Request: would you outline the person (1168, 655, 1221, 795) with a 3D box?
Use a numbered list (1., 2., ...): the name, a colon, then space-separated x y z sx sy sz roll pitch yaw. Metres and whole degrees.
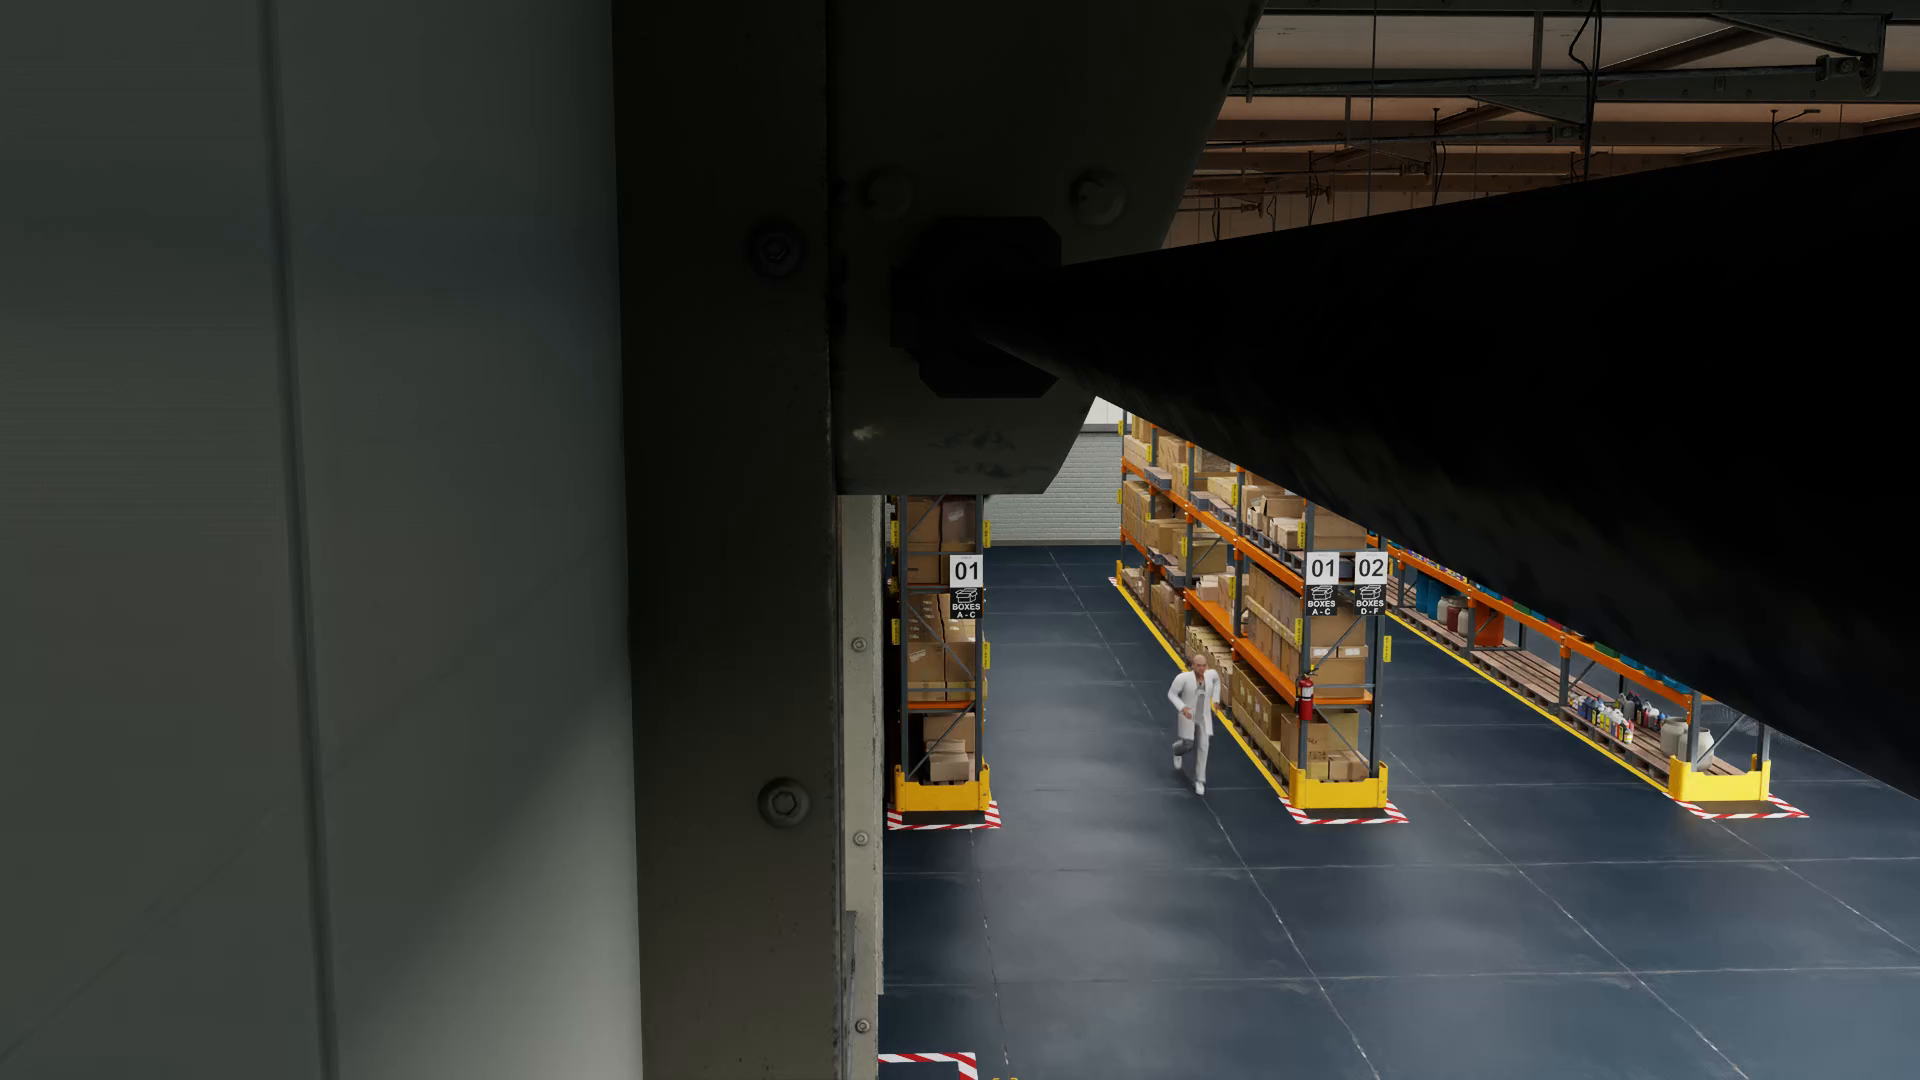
1. person: 3.032 2.305 21.508 0.743 1.739 1.149 -2 9 -12
